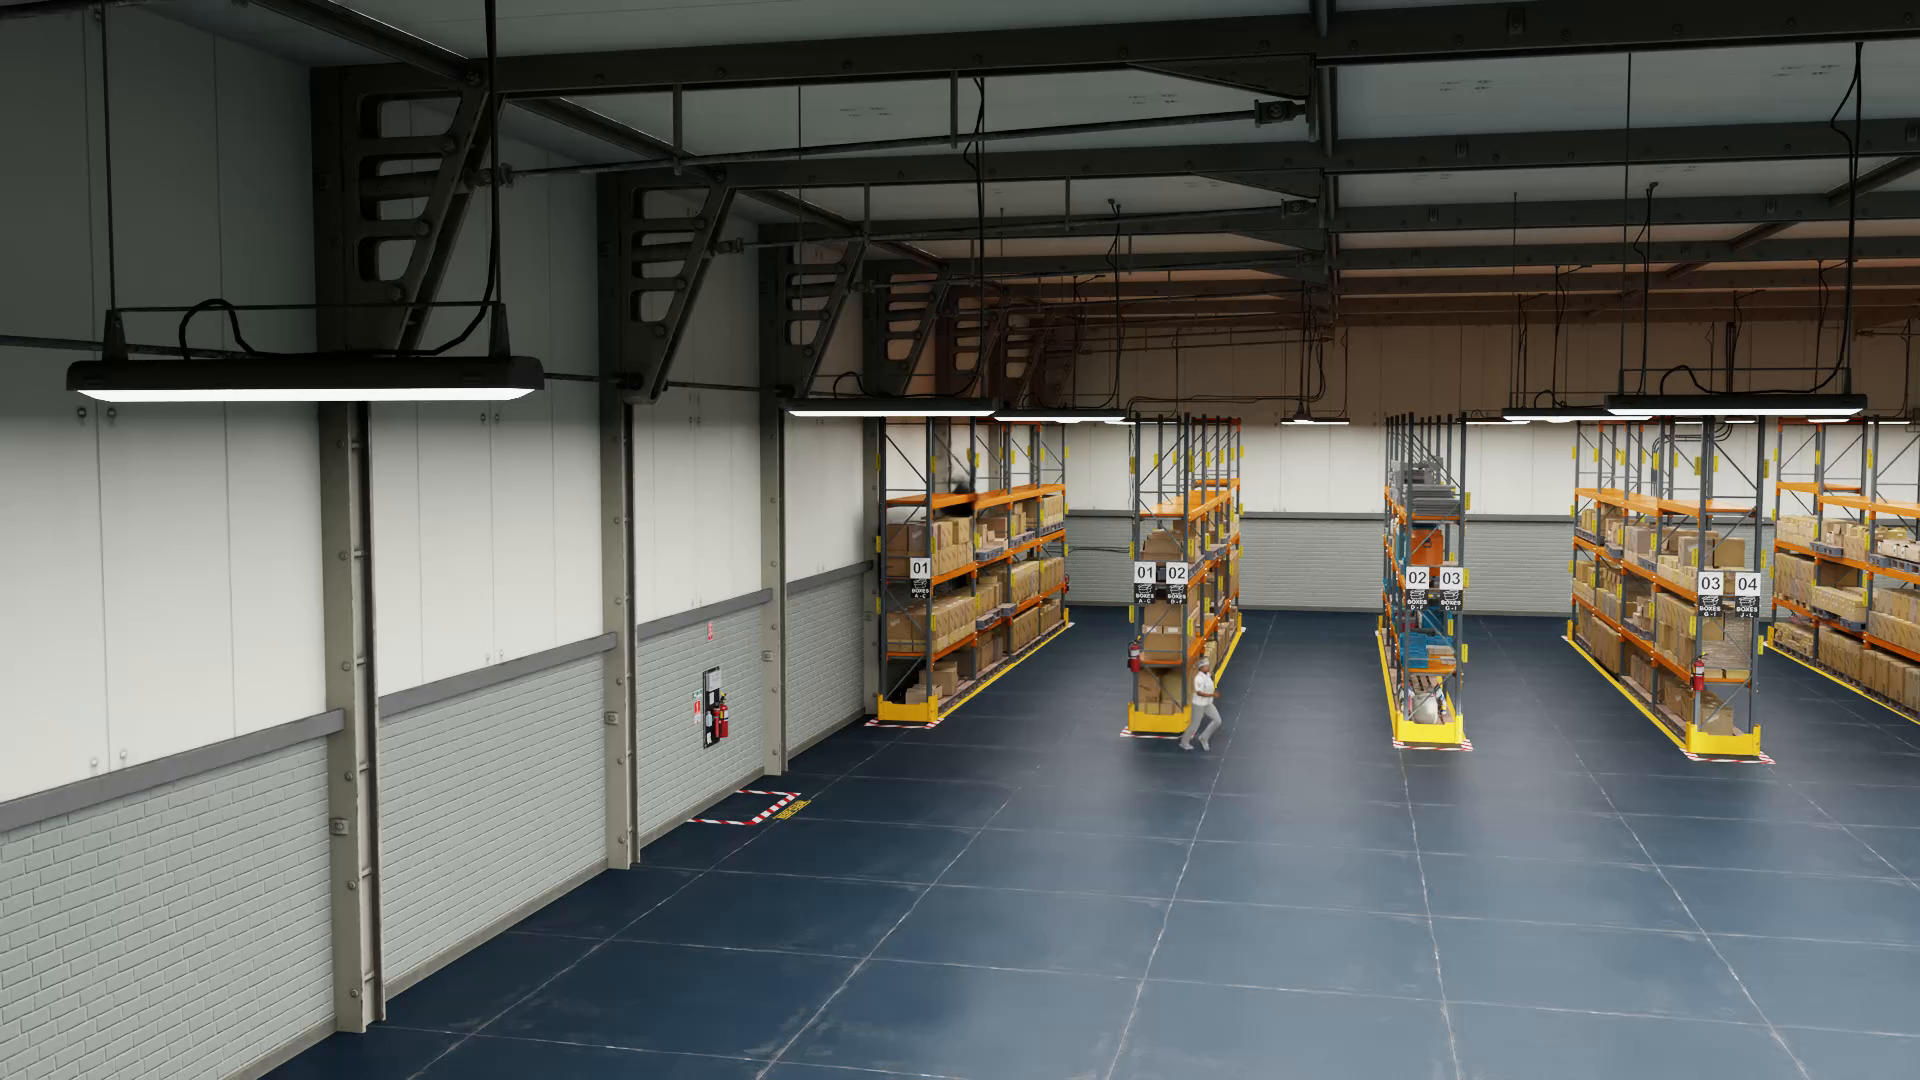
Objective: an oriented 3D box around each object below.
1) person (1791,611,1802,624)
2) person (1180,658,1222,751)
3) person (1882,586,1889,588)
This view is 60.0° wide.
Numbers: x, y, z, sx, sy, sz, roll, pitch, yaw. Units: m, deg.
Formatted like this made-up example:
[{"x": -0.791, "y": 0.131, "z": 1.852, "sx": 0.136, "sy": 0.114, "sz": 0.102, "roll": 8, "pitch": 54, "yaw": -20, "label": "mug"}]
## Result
[{"x": 22.675, "y": 1.853, "z": 44.997, "sx": 0.550, "sy": 1.624, "sz": 0.617, "roll": 0, "pitch": 4, "yaw": -4, "label": "person"}, {"x": 4.295, "y": 2.891, "z": 29.292, "sx": 0.829, "sy": 1.670, "sz": 0.592, "roll": 4, "pitch": 5, "yaw": 44, "label": "person"}, {"x": 23.018, "y": 2.042, "z": 41.397, "sx": 0.669, "sy": 1.828, "sz": 0.766, "roll": 0, "pitch": 4, "yaw": -2, "label": "person"}]
